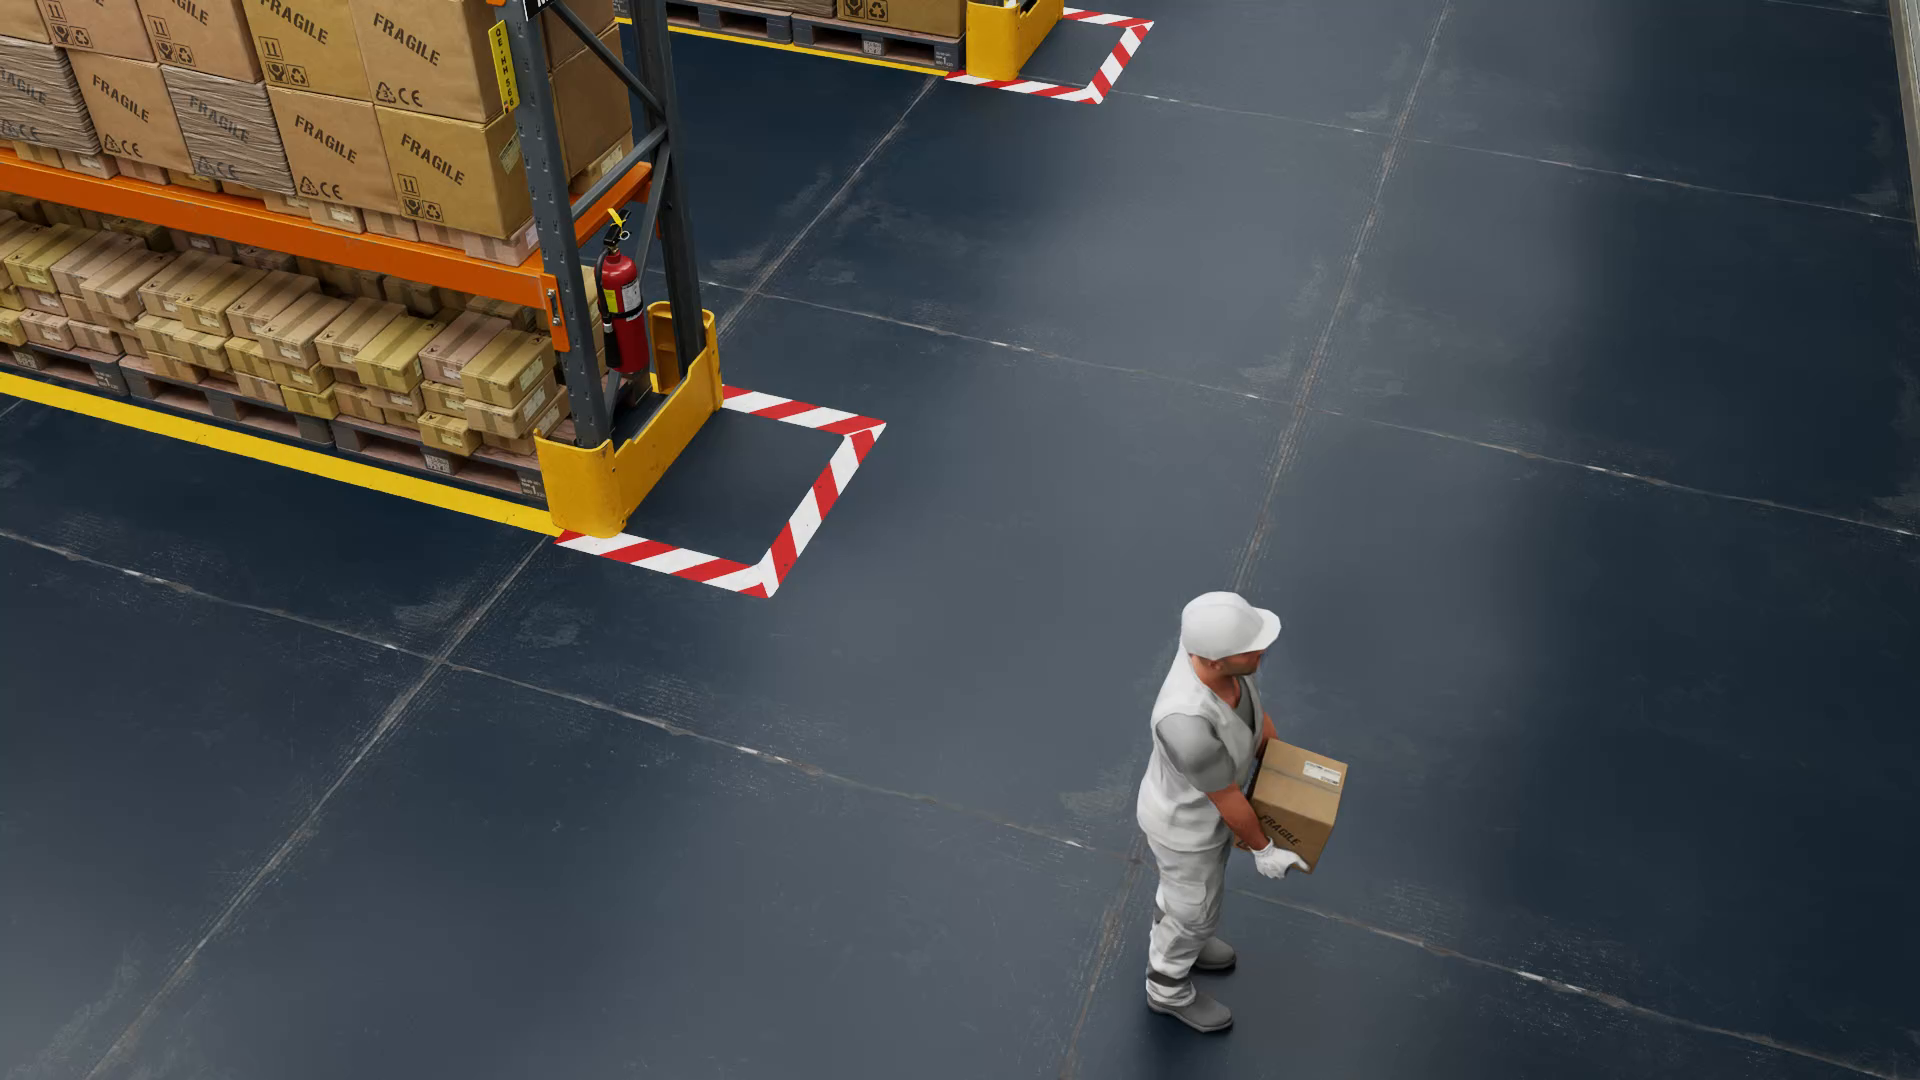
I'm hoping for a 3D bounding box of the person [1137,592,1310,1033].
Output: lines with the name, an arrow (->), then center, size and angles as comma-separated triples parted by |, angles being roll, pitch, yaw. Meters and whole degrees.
person -> 0.832, 0.858, 5.157 | 0.553, 1.787, 0.495 | 13, 43, 15
